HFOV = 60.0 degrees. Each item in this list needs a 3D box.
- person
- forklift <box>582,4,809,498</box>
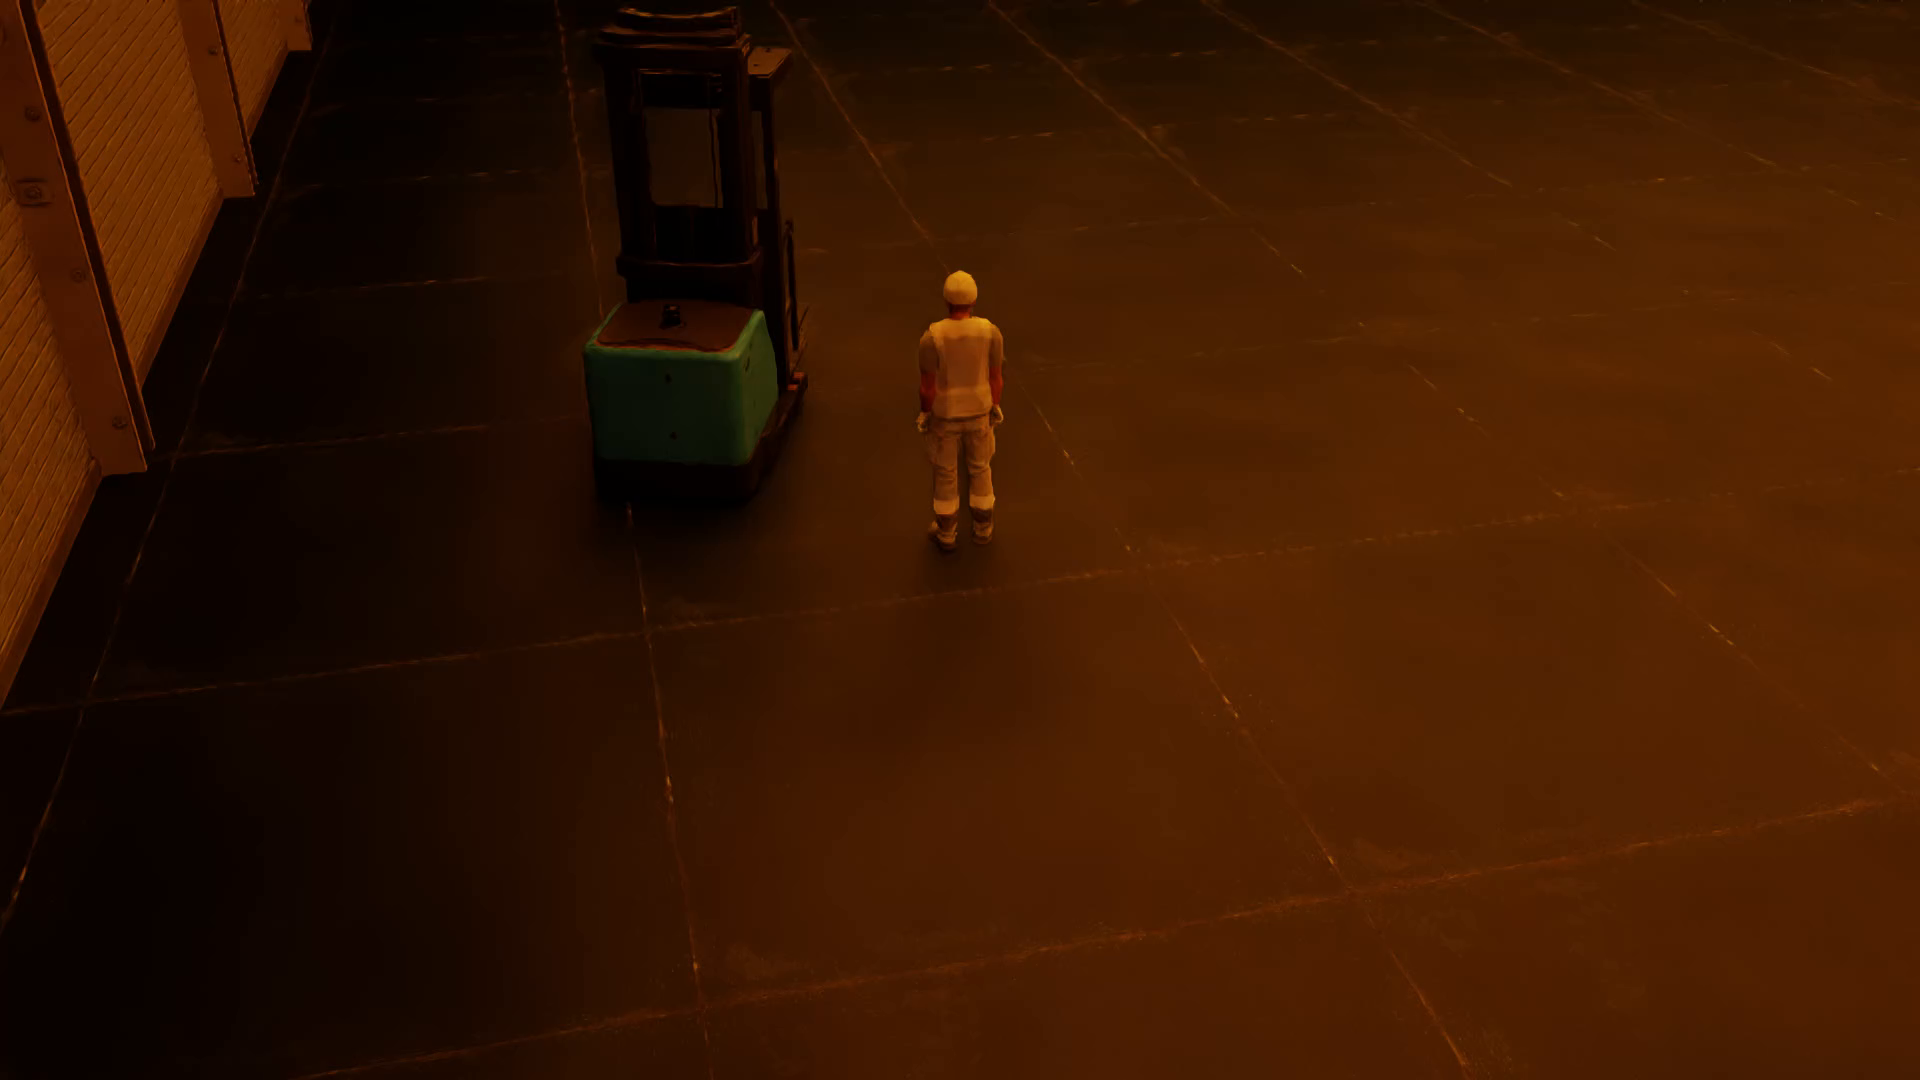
[{"bbox_3d":[-0.006,-0.785,10.069,0.540,1.795,0.349,-7,31,-12],"label":"person"},{"bbox_3d":[-1.724,-2.254,11.468,1.130,2.935,3.031,3,30,6],"label":"forklift"}]
